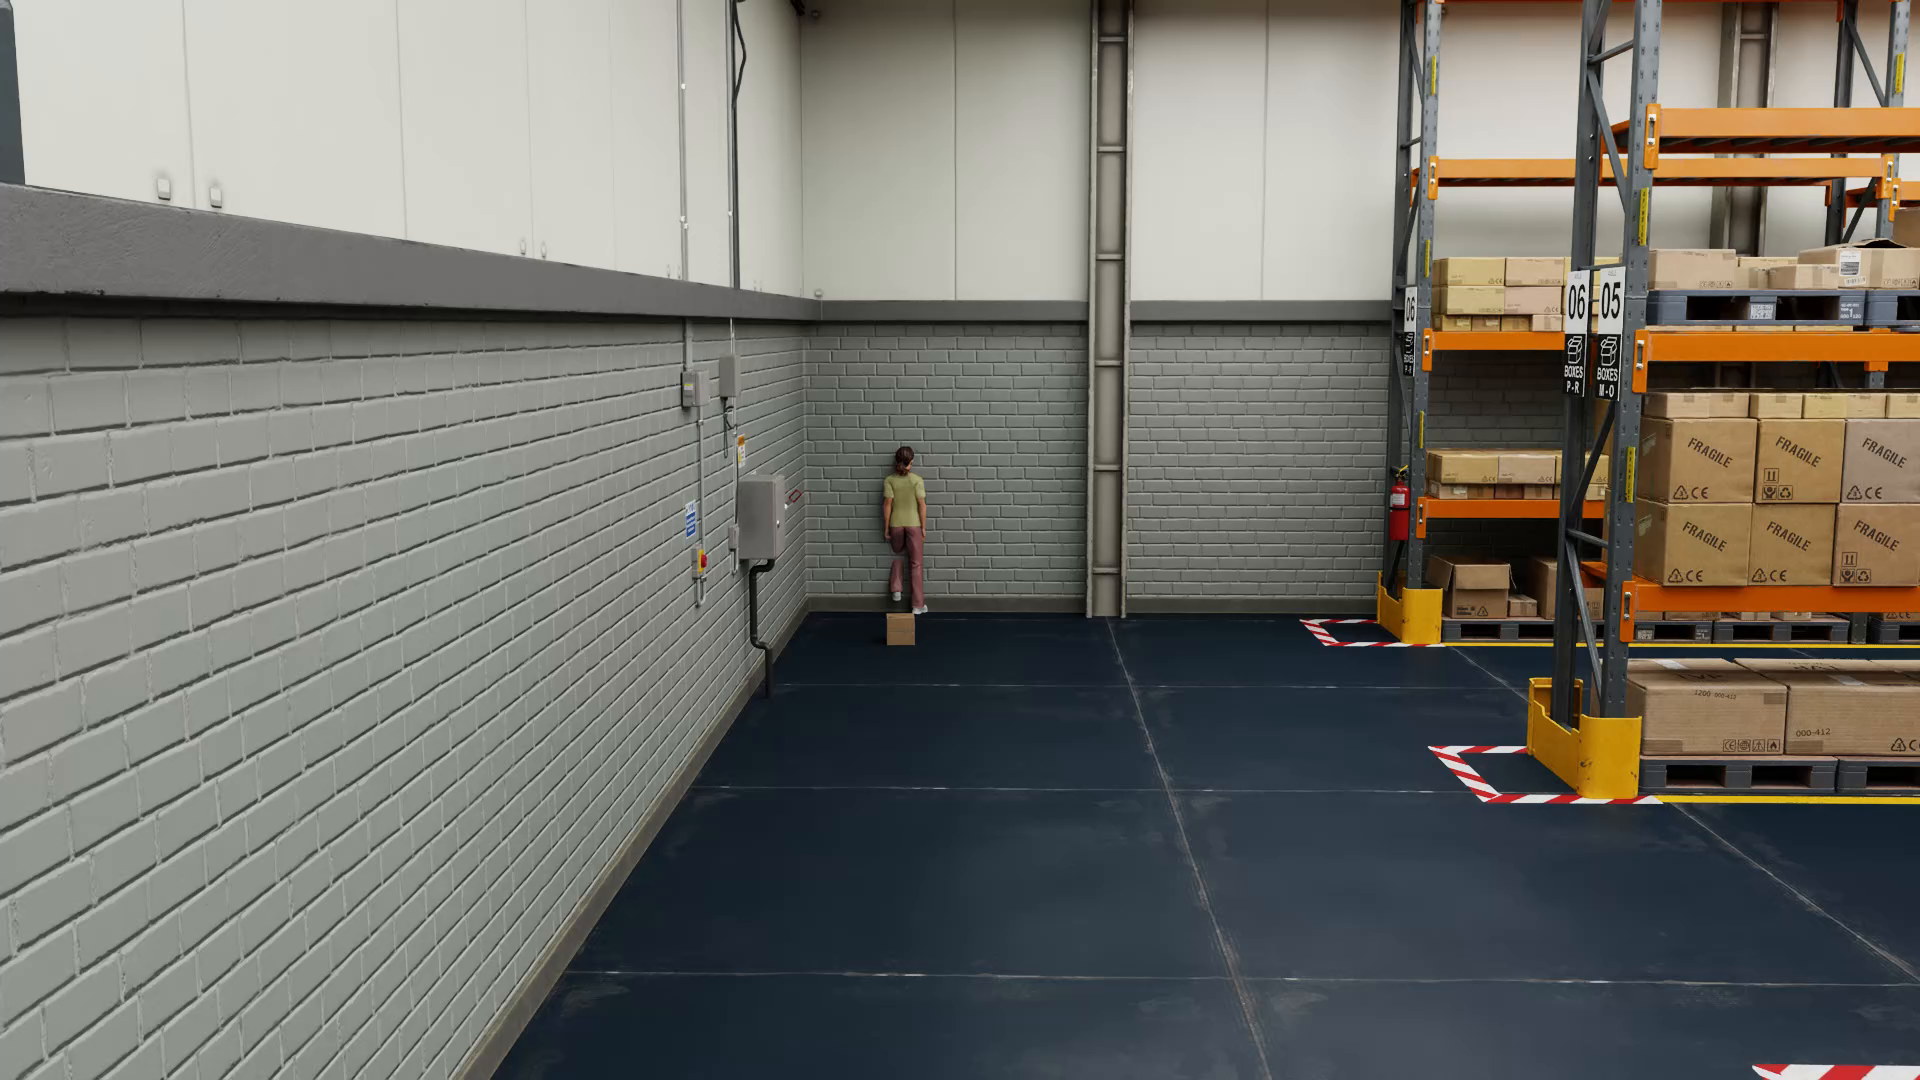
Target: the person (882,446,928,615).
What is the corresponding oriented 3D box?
[{"bbox_3d":[-0.537,-0.103,16.588,0.431,1.672,0.470,1,7,6],"label":"person"}]
